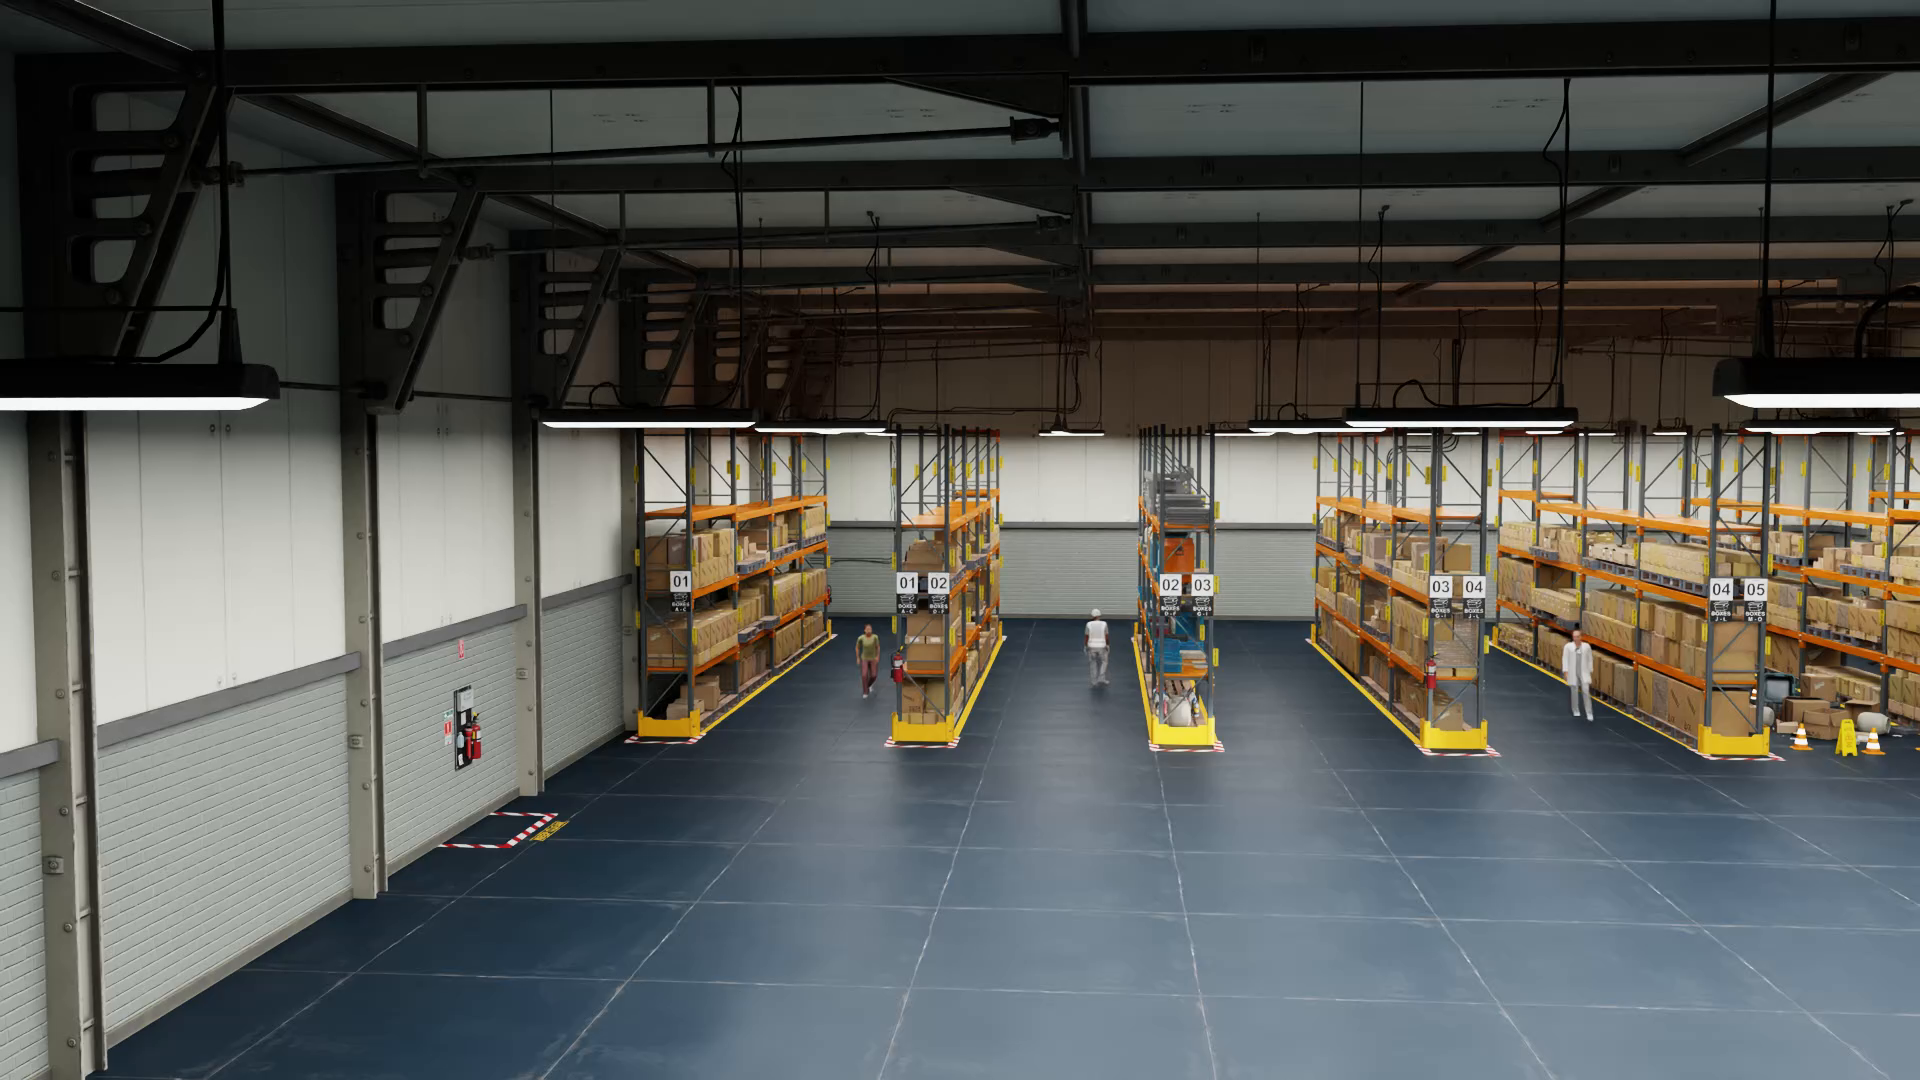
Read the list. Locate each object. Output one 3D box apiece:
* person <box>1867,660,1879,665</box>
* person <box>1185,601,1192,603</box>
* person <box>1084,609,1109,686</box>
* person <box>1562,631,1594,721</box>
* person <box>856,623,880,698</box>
[{"bbox_3d":[23.312,2.376,41.965,0.498,1.686,0.584,-1,4,-21],"label":"person"},{"bbox_3d":[6.836,1.851,50.047,1.171,1.667,0.567,3,5,42],"label":"person"},{"bbox_3d":[3.176,2.492,38.559,0.582,1.784,0.553,0,3,4],"label":"person"},{"bbox_3d":[12.681,2.763,34.116,0.624,1.791,0.746,1,4,19],"label":"person"},{"bbox_3d":[-2.054,2.660,36.930,0.535,1.653,0.639,-1,4,-10],"label":"person"}]
